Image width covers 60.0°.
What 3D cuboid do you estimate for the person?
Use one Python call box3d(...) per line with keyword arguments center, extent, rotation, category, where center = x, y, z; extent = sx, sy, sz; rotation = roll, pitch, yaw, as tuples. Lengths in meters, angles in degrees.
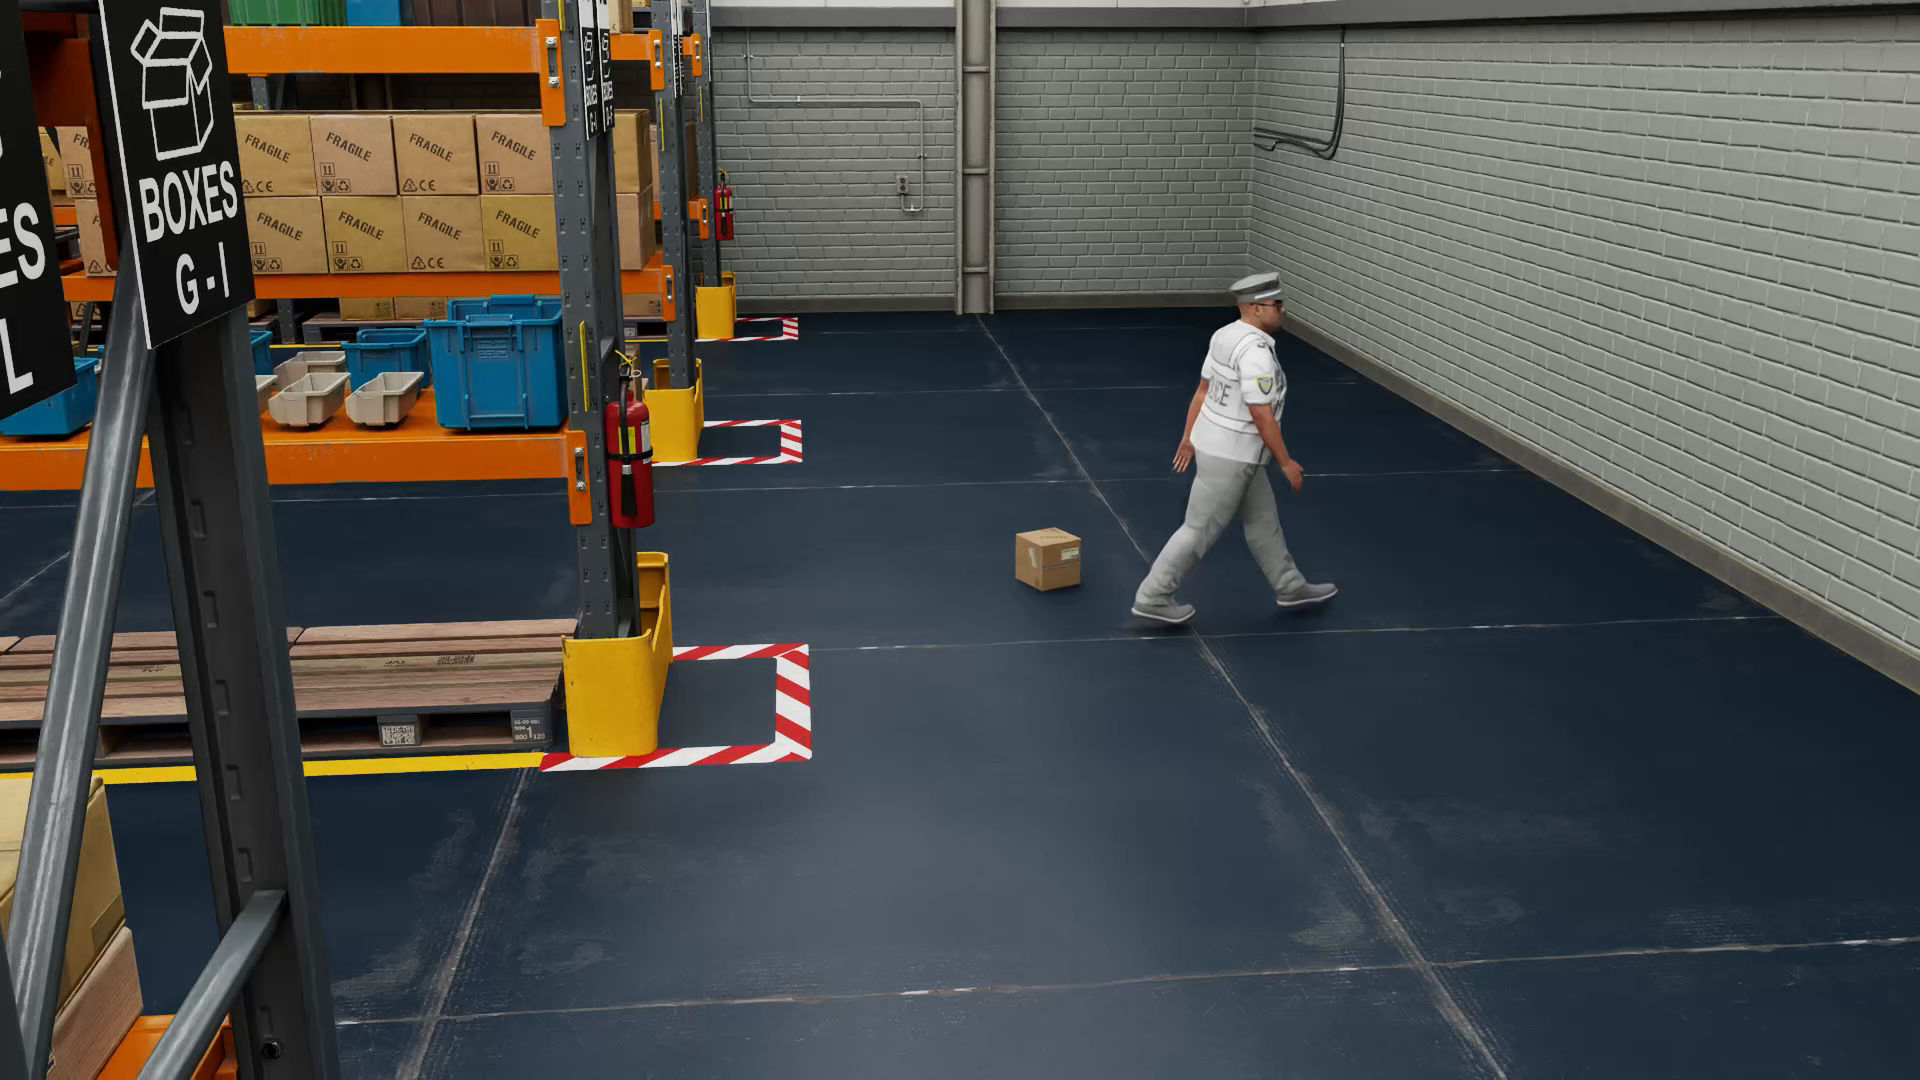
box3d(center=(1.368, -0.434, 7.937), extent=(1.072, 1.696, 0.562), rotation=(0, 17, -1), category="person")
